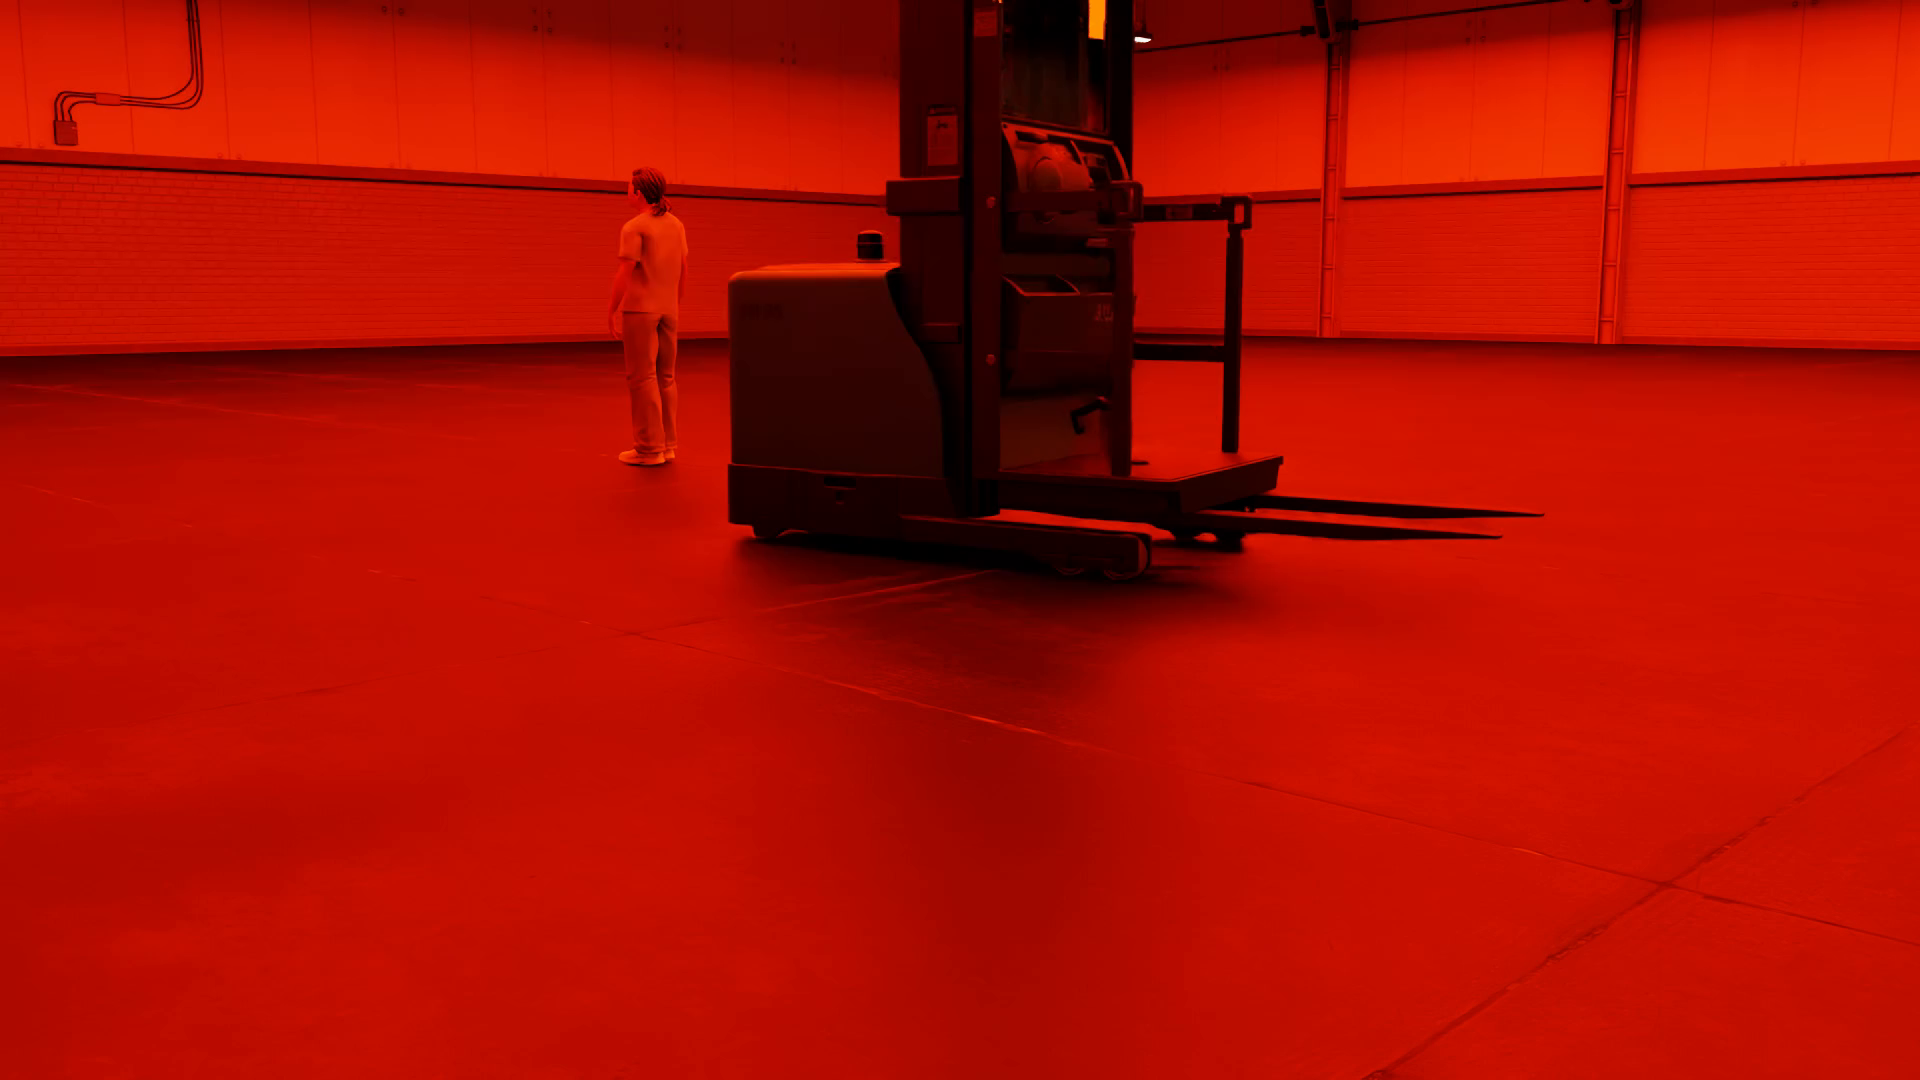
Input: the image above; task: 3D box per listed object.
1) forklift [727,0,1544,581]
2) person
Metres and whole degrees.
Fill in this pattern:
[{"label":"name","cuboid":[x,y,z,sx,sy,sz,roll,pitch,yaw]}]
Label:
[{"label":"forklift","cuboid":[0.588,-1.398,6.156,3.031,2.935,1.130,5,10,31]},{"label":"person","cuboid":[-1.811,-1.271,9.481,0.550,1.676,0.549,6,11,37]}]
